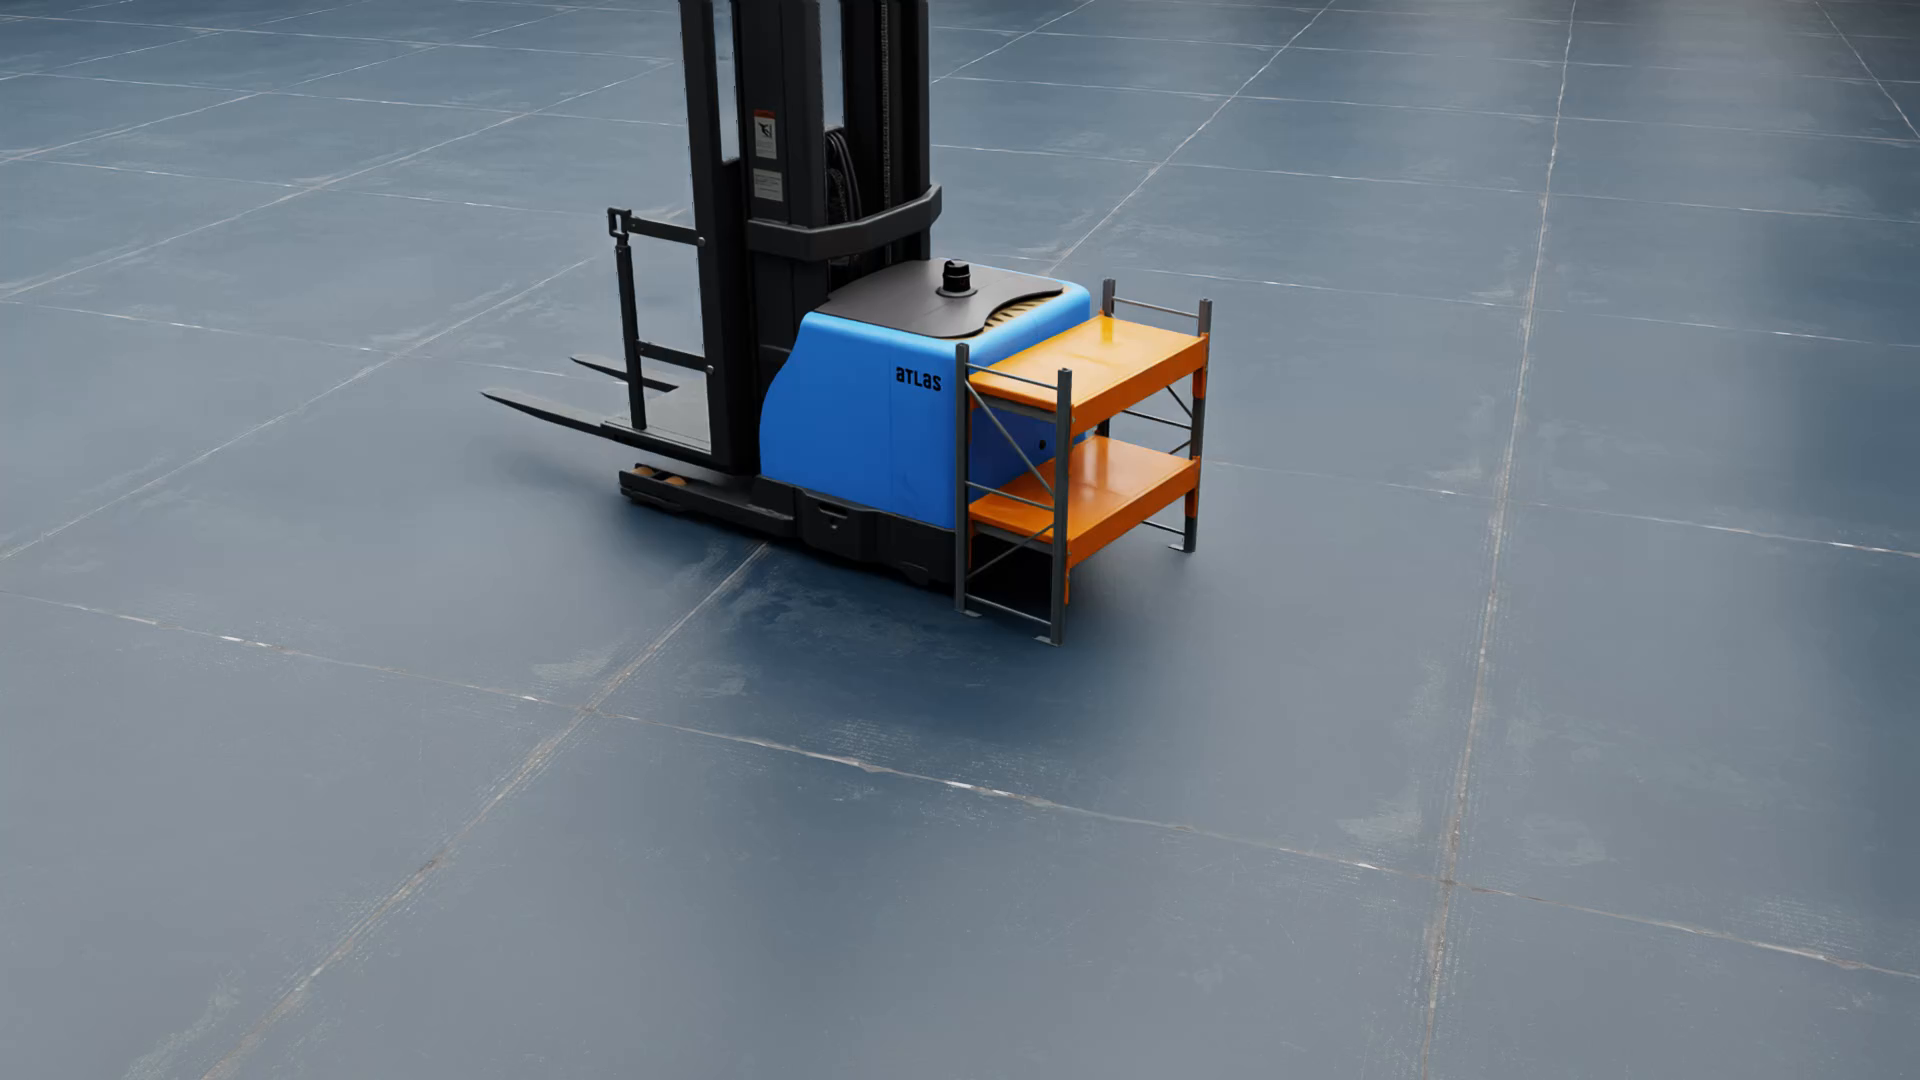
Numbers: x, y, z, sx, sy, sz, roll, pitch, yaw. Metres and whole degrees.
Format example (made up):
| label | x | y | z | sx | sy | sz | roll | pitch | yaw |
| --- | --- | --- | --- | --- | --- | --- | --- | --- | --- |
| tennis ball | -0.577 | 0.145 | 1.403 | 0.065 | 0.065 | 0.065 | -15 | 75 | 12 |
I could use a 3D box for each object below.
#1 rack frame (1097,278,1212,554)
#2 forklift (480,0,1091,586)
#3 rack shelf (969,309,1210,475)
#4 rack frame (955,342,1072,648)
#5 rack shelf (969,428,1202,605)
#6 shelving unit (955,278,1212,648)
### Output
| label | x | y | z | sx | sy | sz | roll | pitch | yaw |
| --- | --- | --- | --- | --- | --- | --- | --- | --- | --- |
| rack frame | 0.802 | -0.515 | 7.023 | 0.500 | 1.125 | 0.032 | 18 | 31 | 33 |
| forklift | -0.942 | -1.611 | 7.214 | 3.031 | 2.935 | 1.130 | 16 | 30 | 30 |
| rack shelf | 0.497 | -0.601 | 6.530 | 0.538 | 0.278 | 1.000 | 18 | 31 | 33 |
| rack frame | 0.191 | -0.161 | 6.292 | 0.500 | 1.125 | 0.032 | 18 | 31 | 33 |
| rack shelf | 0.497 | -0.118 | 6.764 | 0.538 | 0.278 | 1.000 | 18 | 31 | 33 |
| shelving unit | 0.497 | -0.338 | 6.657 | 0.538 | 1.125 | 1.048 | 18 | 31 | 33 |
